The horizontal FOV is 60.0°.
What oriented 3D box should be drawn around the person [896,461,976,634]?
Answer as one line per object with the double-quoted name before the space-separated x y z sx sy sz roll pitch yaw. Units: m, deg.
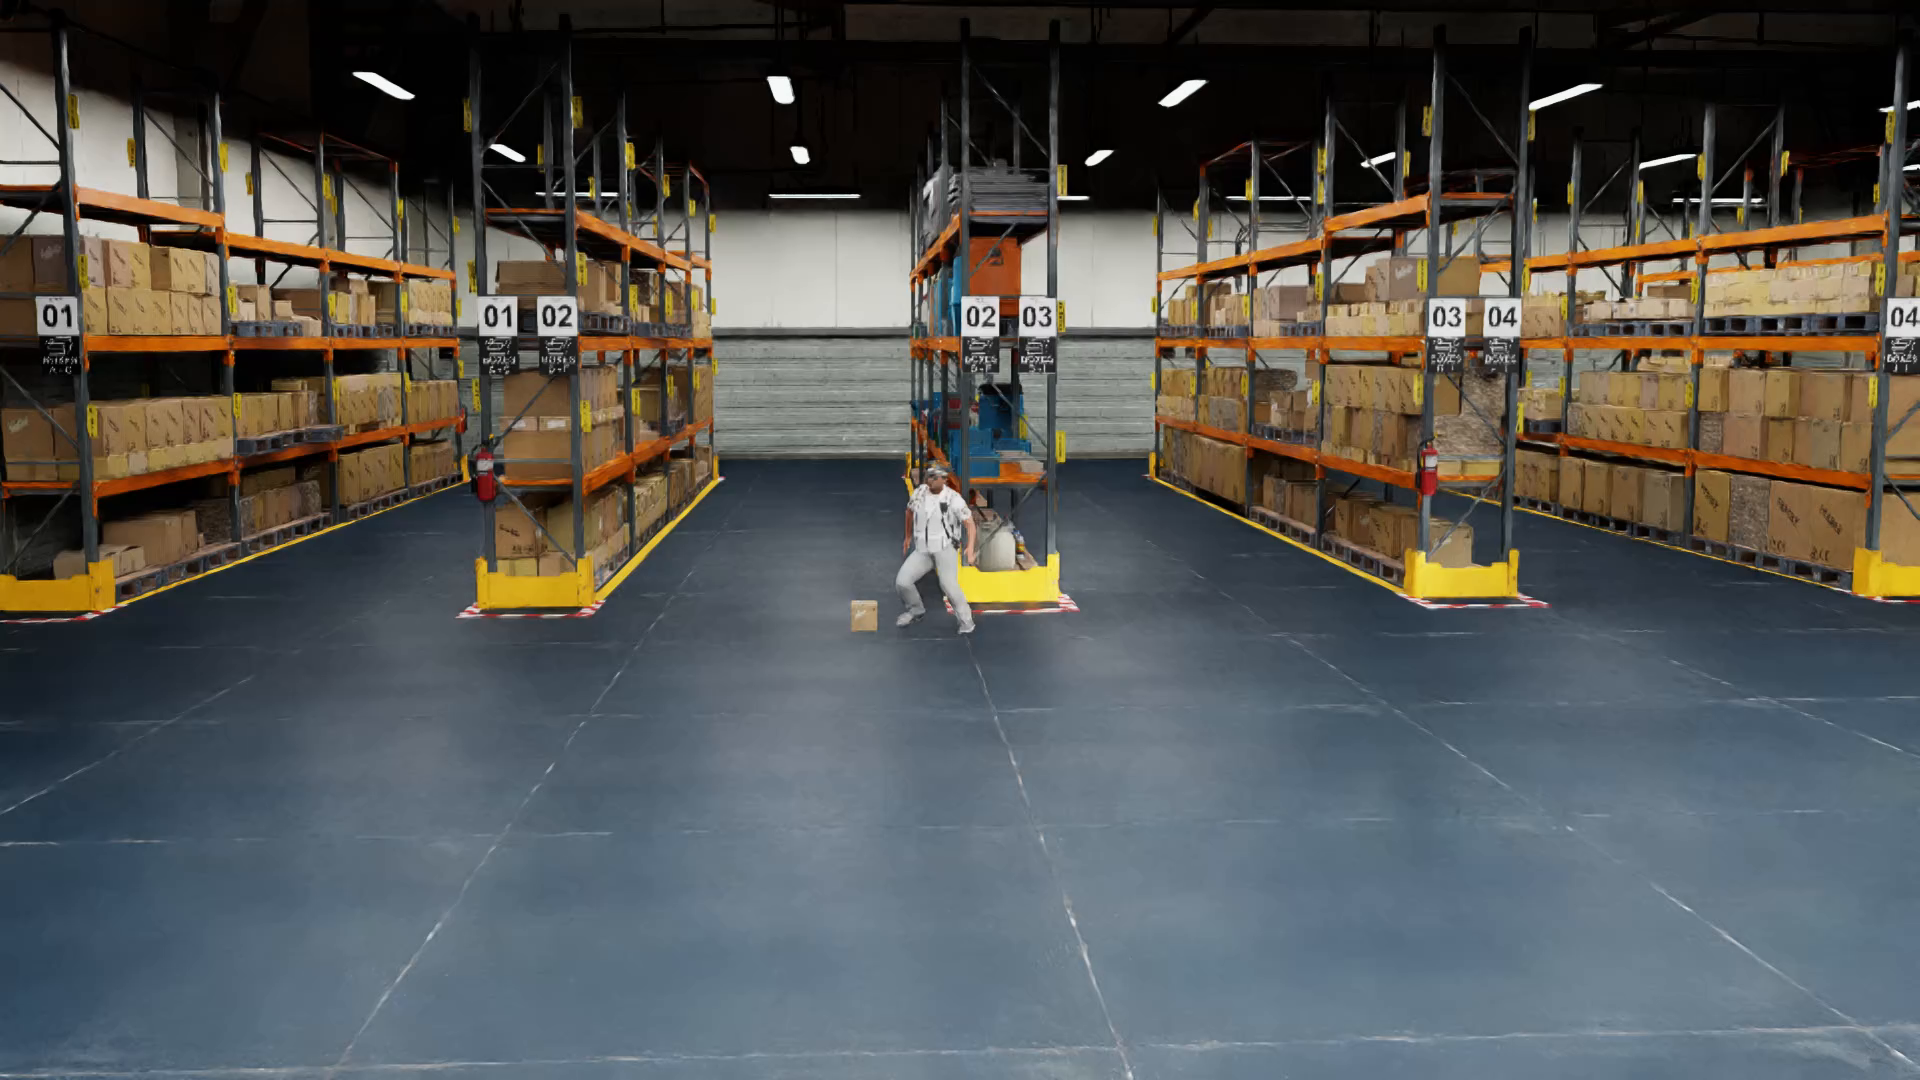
"person" -0.199 0.045 15.906 0.890 1.614 0.557 4 8 28
